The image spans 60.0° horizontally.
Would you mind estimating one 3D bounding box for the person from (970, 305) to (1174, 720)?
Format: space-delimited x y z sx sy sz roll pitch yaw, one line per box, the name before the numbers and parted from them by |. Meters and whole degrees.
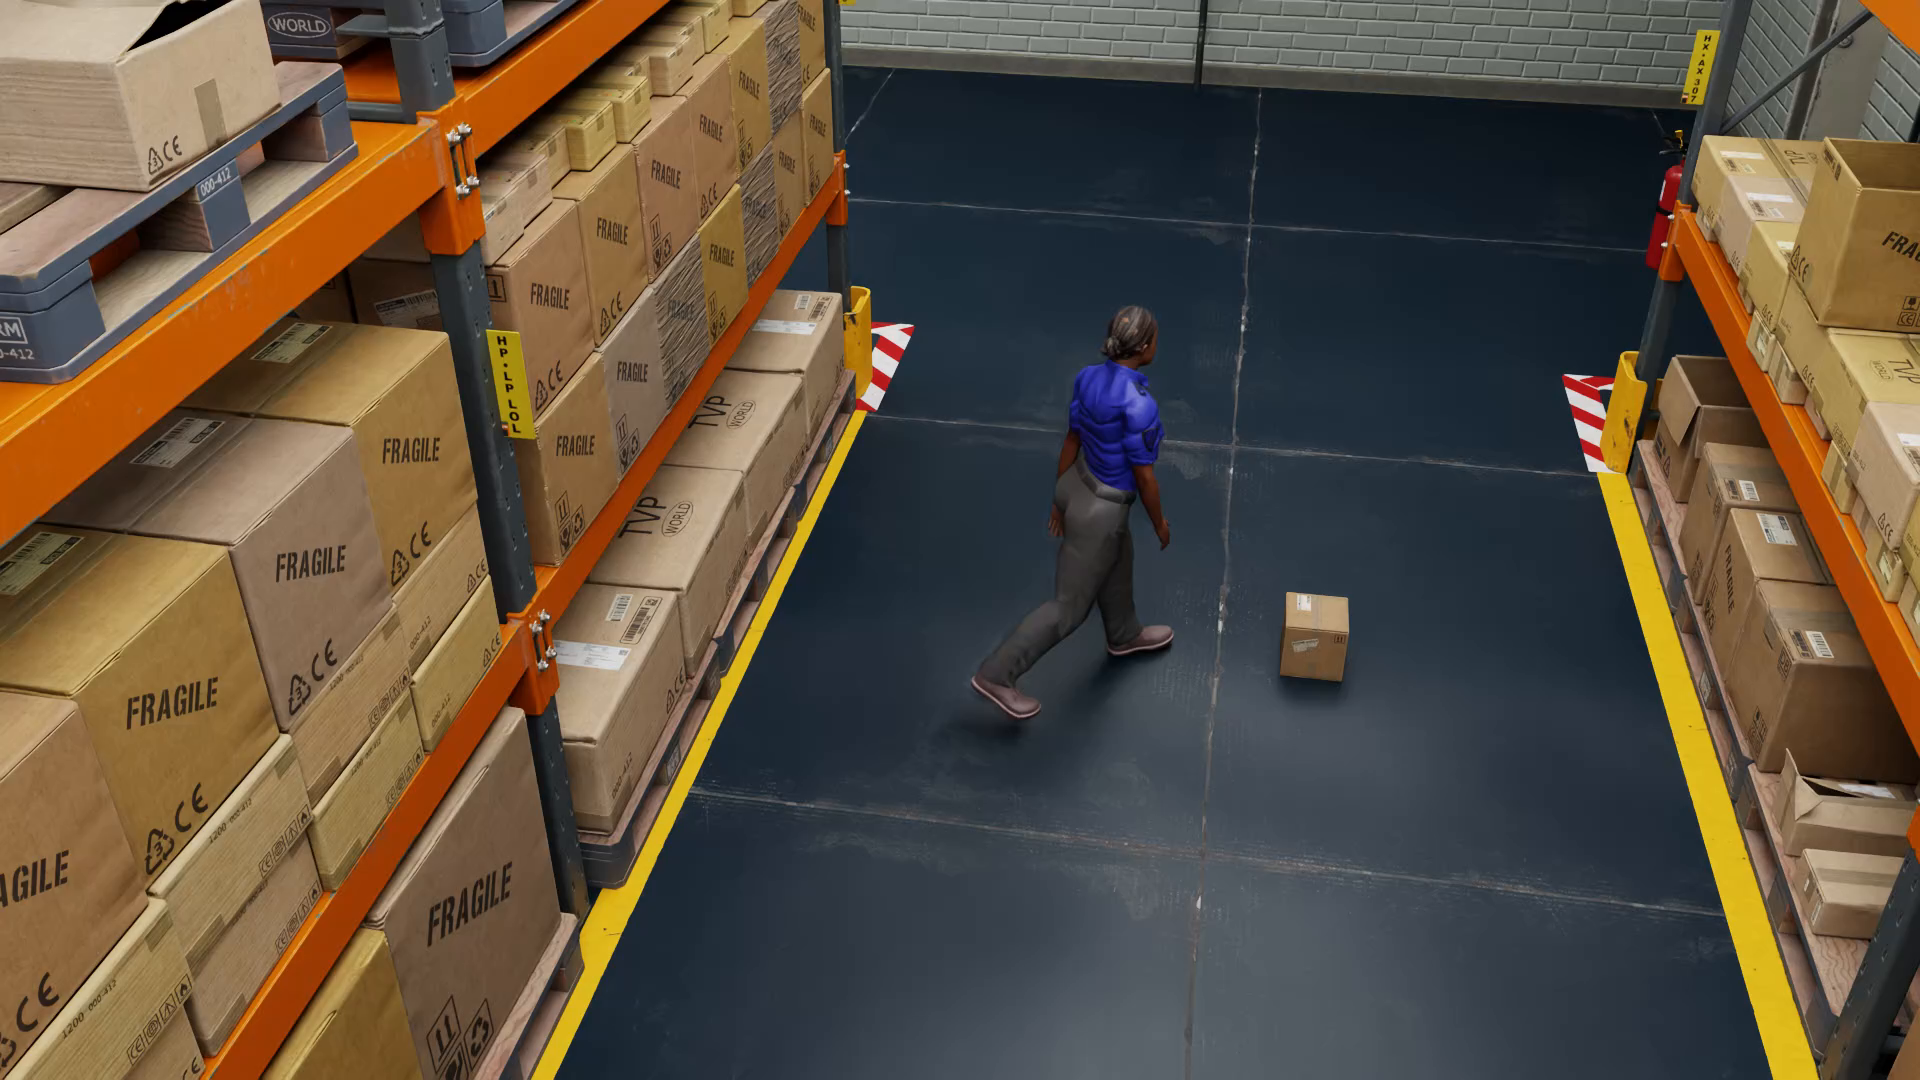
person | 0.477 -0.103 6.314 0.964 1.607 0.476 -9 34 -14
